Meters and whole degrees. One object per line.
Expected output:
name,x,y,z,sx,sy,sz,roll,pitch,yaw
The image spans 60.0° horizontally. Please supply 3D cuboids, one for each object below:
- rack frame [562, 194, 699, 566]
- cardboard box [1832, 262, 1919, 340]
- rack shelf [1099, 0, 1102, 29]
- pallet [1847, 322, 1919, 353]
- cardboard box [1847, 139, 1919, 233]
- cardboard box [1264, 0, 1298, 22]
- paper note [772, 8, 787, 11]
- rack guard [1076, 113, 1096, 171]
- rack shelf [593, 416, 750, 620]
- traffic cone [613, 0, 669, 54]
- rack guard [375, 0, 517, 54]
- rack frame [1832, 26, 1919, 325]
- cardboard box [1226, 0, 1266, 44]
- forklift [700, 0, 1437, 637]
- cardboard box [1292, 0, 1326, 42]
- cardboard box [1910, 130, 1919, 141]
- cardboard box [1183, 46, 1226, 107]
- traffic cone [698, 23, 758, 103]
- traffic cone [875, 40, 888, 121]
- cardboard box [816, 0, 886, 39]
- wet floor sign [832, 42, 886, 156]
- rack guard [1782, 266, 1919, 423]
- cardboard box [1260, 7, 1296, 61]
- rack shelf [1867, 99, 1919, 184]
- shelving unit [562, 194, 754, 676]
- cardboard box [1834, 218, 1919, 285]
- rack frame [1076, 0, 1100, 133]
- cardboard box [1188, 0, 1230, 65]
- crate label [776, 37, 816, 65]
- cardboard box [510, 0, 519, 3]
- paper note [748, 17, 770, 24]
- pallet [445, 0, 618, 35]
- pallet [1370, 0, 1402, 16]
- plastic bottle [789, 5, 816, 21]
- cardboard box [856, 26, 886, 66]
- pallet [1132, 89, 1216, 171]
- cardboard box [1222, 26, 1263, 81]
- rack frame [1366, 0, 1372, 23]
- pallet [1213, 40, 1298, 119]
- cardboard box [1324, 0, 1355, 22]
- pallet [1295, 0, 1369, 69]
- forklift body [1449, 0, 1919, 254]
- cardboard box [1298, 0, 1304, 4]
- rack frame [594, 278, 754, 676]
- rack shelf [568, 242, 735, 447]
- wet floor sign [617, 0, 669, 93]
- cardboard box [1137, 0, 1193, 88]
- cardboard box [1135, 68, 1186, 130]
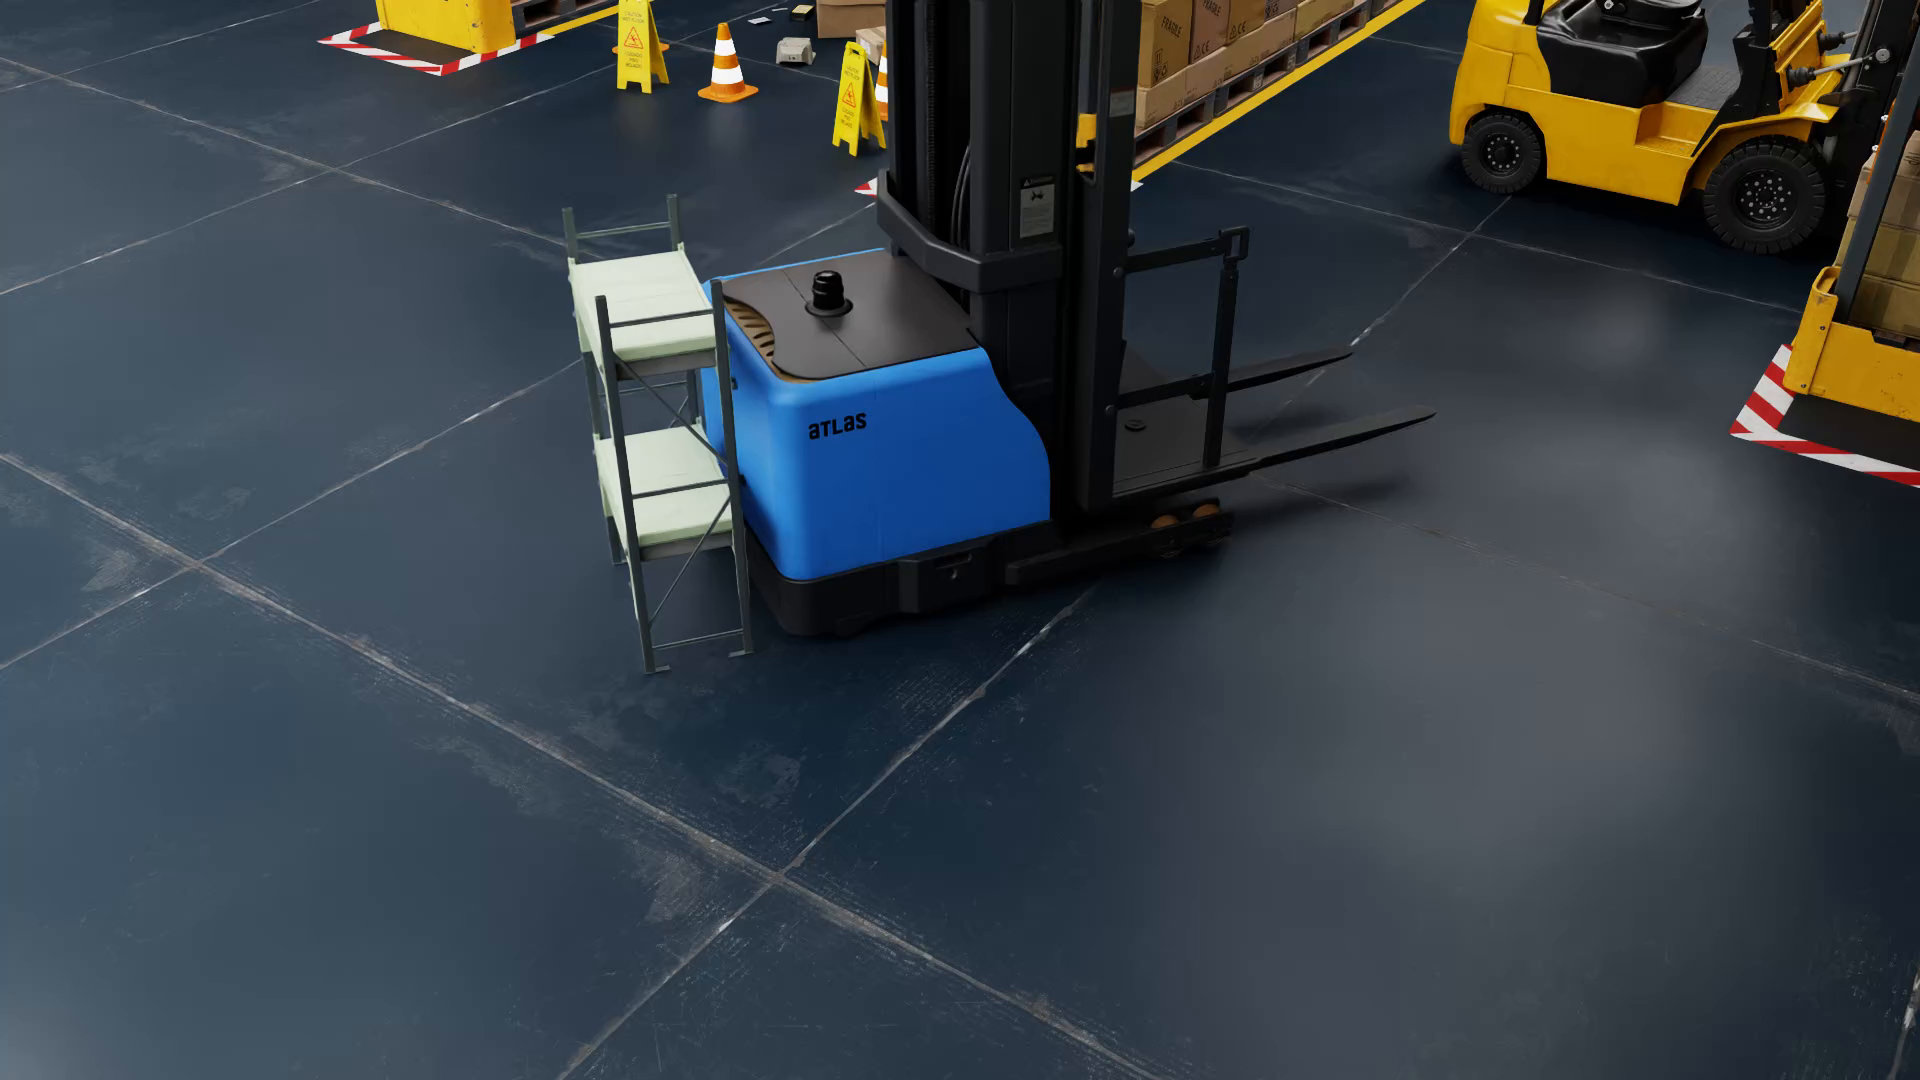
rack frame,-1.190,-0.560,6.239,0.400,1.500,0.023,-11,36,-16
cardboard box,4.448,-1.215,7.948,0.500,0.250,0.500,22,40,28
rack shelf,1.500,-4.069,10.731,1.077,0.370,4.000,21,39,28
pallet,4.841,-1.073,8.148,1.003,0.211,1.213,21,39,28
cardboard box,4.446,-1.623,7.660,0.500,0.250,0.500,23,40,30
cardboard box,1.945,-3.805,11.109,0.500,0.500,0.500,24,41,31
paper note,-1.384,-4.072,12.763,0.123,0.001,0.032,-15,37,-21
rack guard,0.403,-2.446,9.920,1.175,0.500,0.348,21,39,28
rack shelf,-1.070,-0.096,6.135,0.431,0.370,0.720,-11,36,-16
traffic cone,-2.295,-3.721,11.839,0.336,0.463,0.334,21,39,28
rack guard,-3.778,-3.934,12.122,1.175,0.500,0.348,21,39,28
rack frame,4.440,-1.863,6.827,1.000,3.000,0.127,21,39,28
cardboard box,1.647,-3.556,10.741,0.500,0.500,0.500,22,40,29
forklift,0.541,-1.400,6.204,3.031,2.935,1.130,-14,37,-20
cardboard box,2.229,-3.716,11.647,0.500,0.250,0.500,20,39,27
cardboard box,4.732,-1.860,8.010,0.500,0.250,0.500,22,40,29
cardboard box,1.344,-2.997,10.583,0.500,0.250,0.500,23,40,30
traffic cone,-1.561,-3.203,11.074,0.336,0.463,0.334,21,39,28
traffic cone,-0.455,-3.005,10.781,0.336,0.463,0.334,21,39,28
cardboard box,-0.719,-4.029,12.259,0.797,0.503,0.637,-3,34,-4
wet floor sign,-0.628,-2.725,10.204,0.232,0.644,0.267,-22,40,-29
rack guard,4.426,-0.816,7.510,1.175,0.500,0.348,21,39,28
cardboard box,1.935,-3.483,11.303,0.500,0.250,0.500,22,40,29
rack shelf,5.580,-2.485,8.389,1.077,0.370,4.000,21,39,28
shelving unit,-1.070,-0.366,5.952,0.431,1.500,0.755,-11,36,-16
cardboard box,4.460,-1.428,7.818,0.500,0.250,0.500,21,39,28
rack frame,0.360,-3.446,9.168,1.000,3.000,0.127,21,39,28
cardboard box,1.354,-3.328,10.404,0.500,0.500,0.500,20,39,27
crate label,-1.163,-3.450,11.729,0.250,0.136,0.298,3,34,4
cardboard box,-3.432,-4.608,12.408,0.875,0.875,0.875,21,40,28
paper note,-1.499,-3.910,12.507,0.142,0.017,0.144,-22,40,-29
pallet,-3.373,-4.219,12.800,1.003,0.211,1.213,21,39,28
pallet,3.083,-4.491,13.202,1.003,0.211,1.213,21,39,28
plastic bottle,-1.189,-4.013,12.630,0.133,0.061,0.283,8,35,12
cardboard box,-0.553,-3.513,11.813,0.250,0.149,0.380,-15,37,-21
pallet,0.895,-2.689,10.537,1.003,0.211,1.213,21,39,28
cardboard box,1.645,-3.252,10.960,0.500,0.250,0.500,24,41,31
rack frame,2.640,-5.287,11.891,1.000,3.000,0.127,21,39,28
pallet,1.591,-3.248,11.364,1.003,0.211,1.213,21,39,28
cardboard box,2.524,-3.964,12.014,0.500,0.250,0.500,23,40,30
pallet,2.286,-3.812,12.198,1.003,0.211,1.213,21,39,28
forklift body,4.022,-2.966,9.216,2.313,2.155,1.214,21,39,28
cardboard box,2.235,-4.040,11.457,0.500,0.500,0.500,22,40,29
rack frame,-0.951,-0.172,5.665,0.400,1.500,0.023,-11,36,-16
rack shelf,-1.070,-0.689,5.733,0.431,0.370,0.720,-11,36,-16
wet floor sign,-2.154,-3.360,11.142,0.267,0.644,0.232,14,37,20
cardboard box,1.060,-3.086,10.046,0.500,0.500,0.500,20,39,27
cardboard box,1.047,-2.764,10.239,0.500,0.250,0.500,21,39,28
